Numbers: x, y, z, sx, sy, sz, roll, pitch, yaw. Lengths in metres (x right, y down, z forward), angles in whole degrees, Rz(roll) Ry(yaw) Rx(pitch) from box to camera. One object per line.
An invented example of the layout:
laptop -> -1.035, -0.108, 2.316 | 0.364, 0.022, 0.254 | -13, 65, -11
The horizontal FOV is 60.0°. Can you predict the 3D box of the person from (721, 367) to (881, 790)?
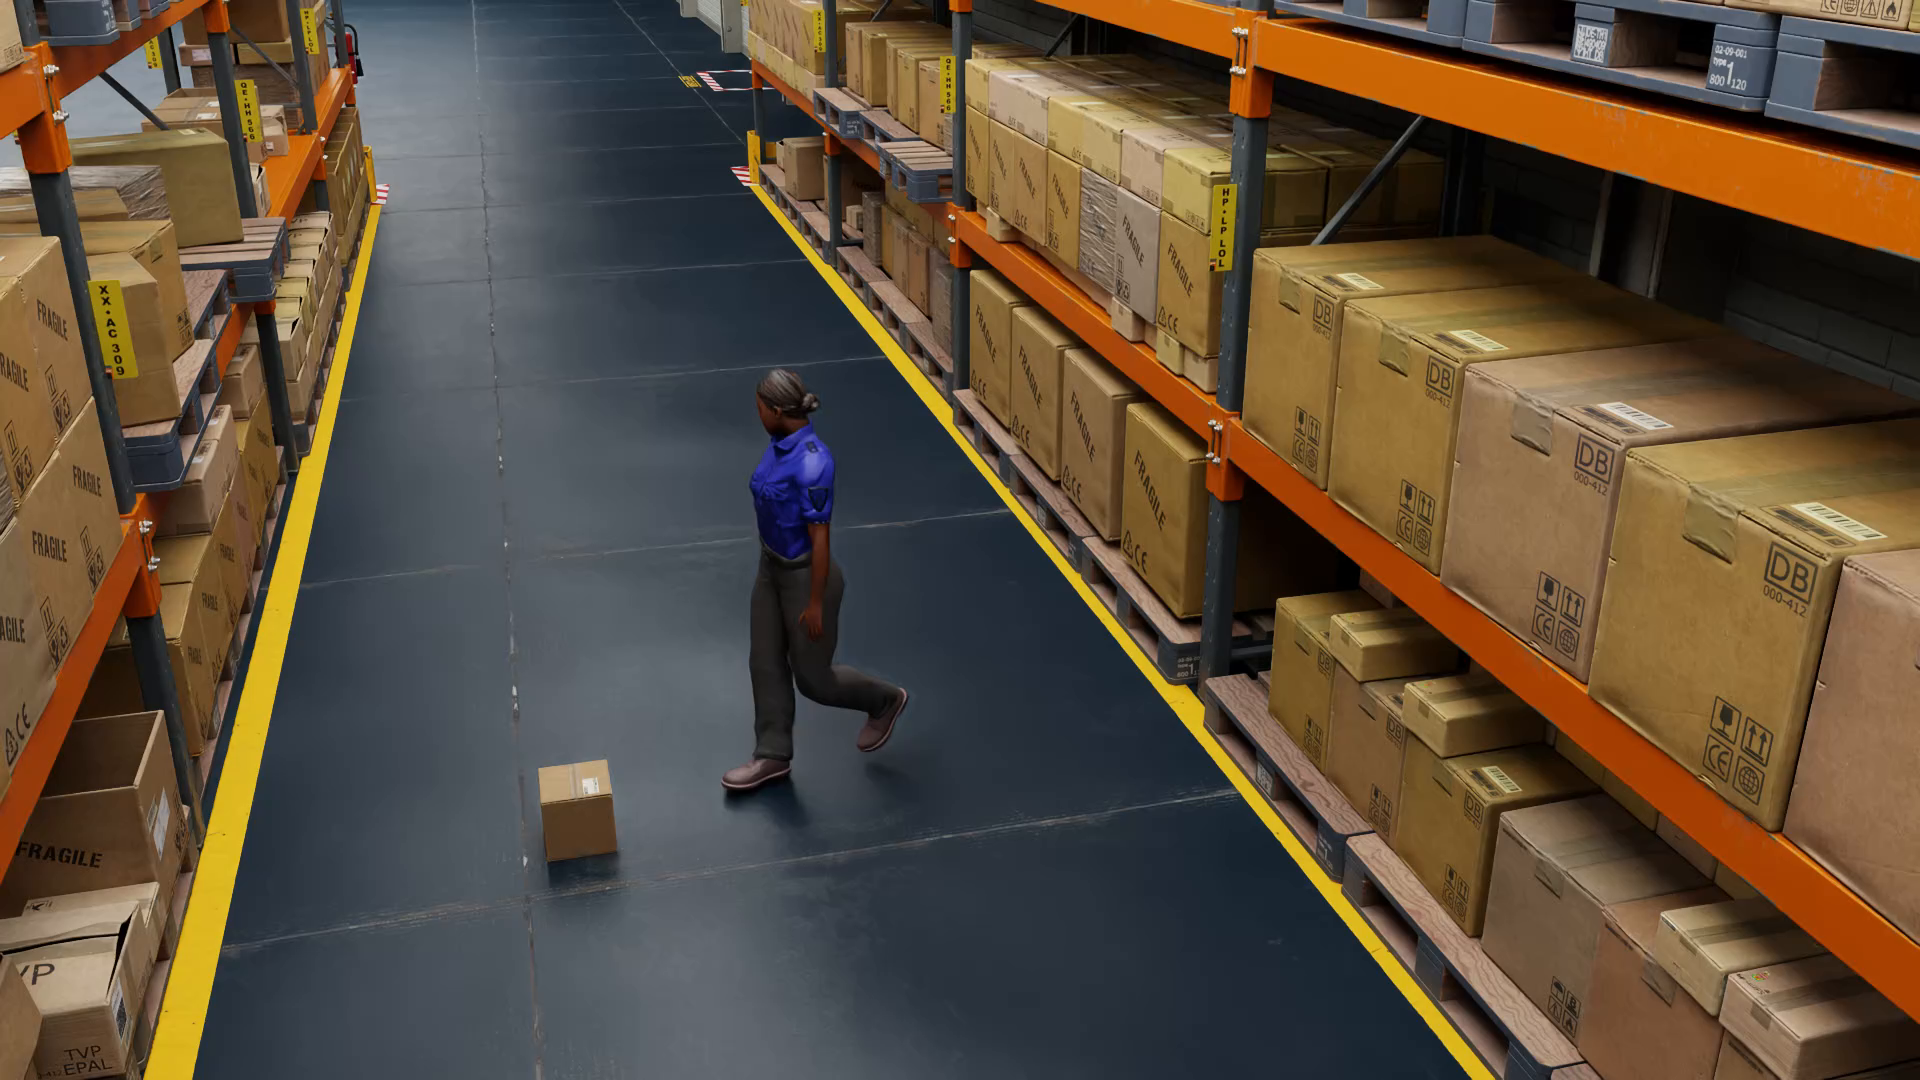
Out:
person -> -0.632, 0.154, 6.207 | 0.624, 1.643, 0.478 | -14, 27, -30
